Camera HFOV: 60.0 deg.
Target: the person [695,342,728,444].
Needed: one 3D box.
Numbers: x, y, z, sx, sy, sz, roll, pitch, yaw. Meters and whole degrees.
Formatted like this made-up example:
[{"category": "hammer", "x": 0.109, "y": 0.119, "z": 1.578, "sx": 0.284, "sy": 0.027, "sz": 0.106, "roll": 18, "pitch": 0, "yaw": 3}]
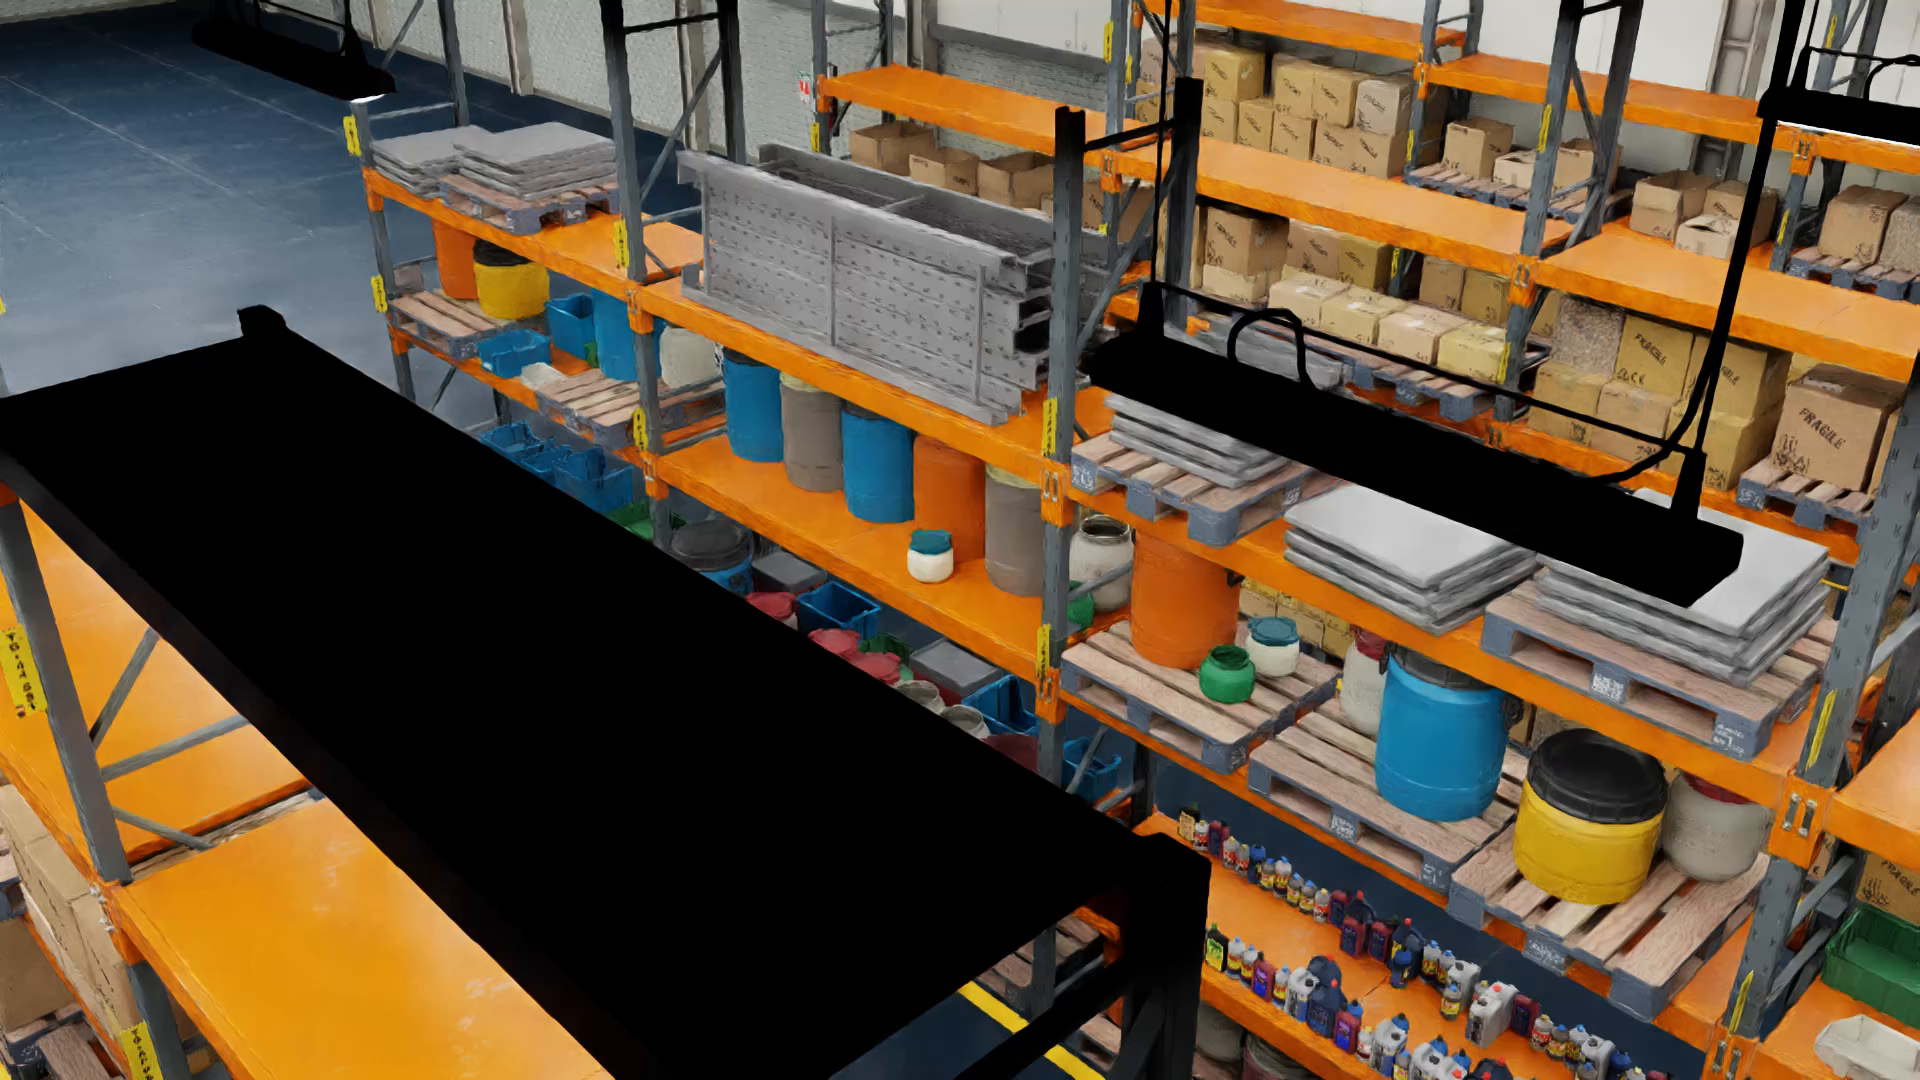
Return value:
[{"category": "person", "x": -2.774, "y": -1.805, "z": 18.431, "sx": 0.537, "sy": 1.677, "sz": 0.416, "roll": 8, "pitch": 29, "yaw": 14}]
